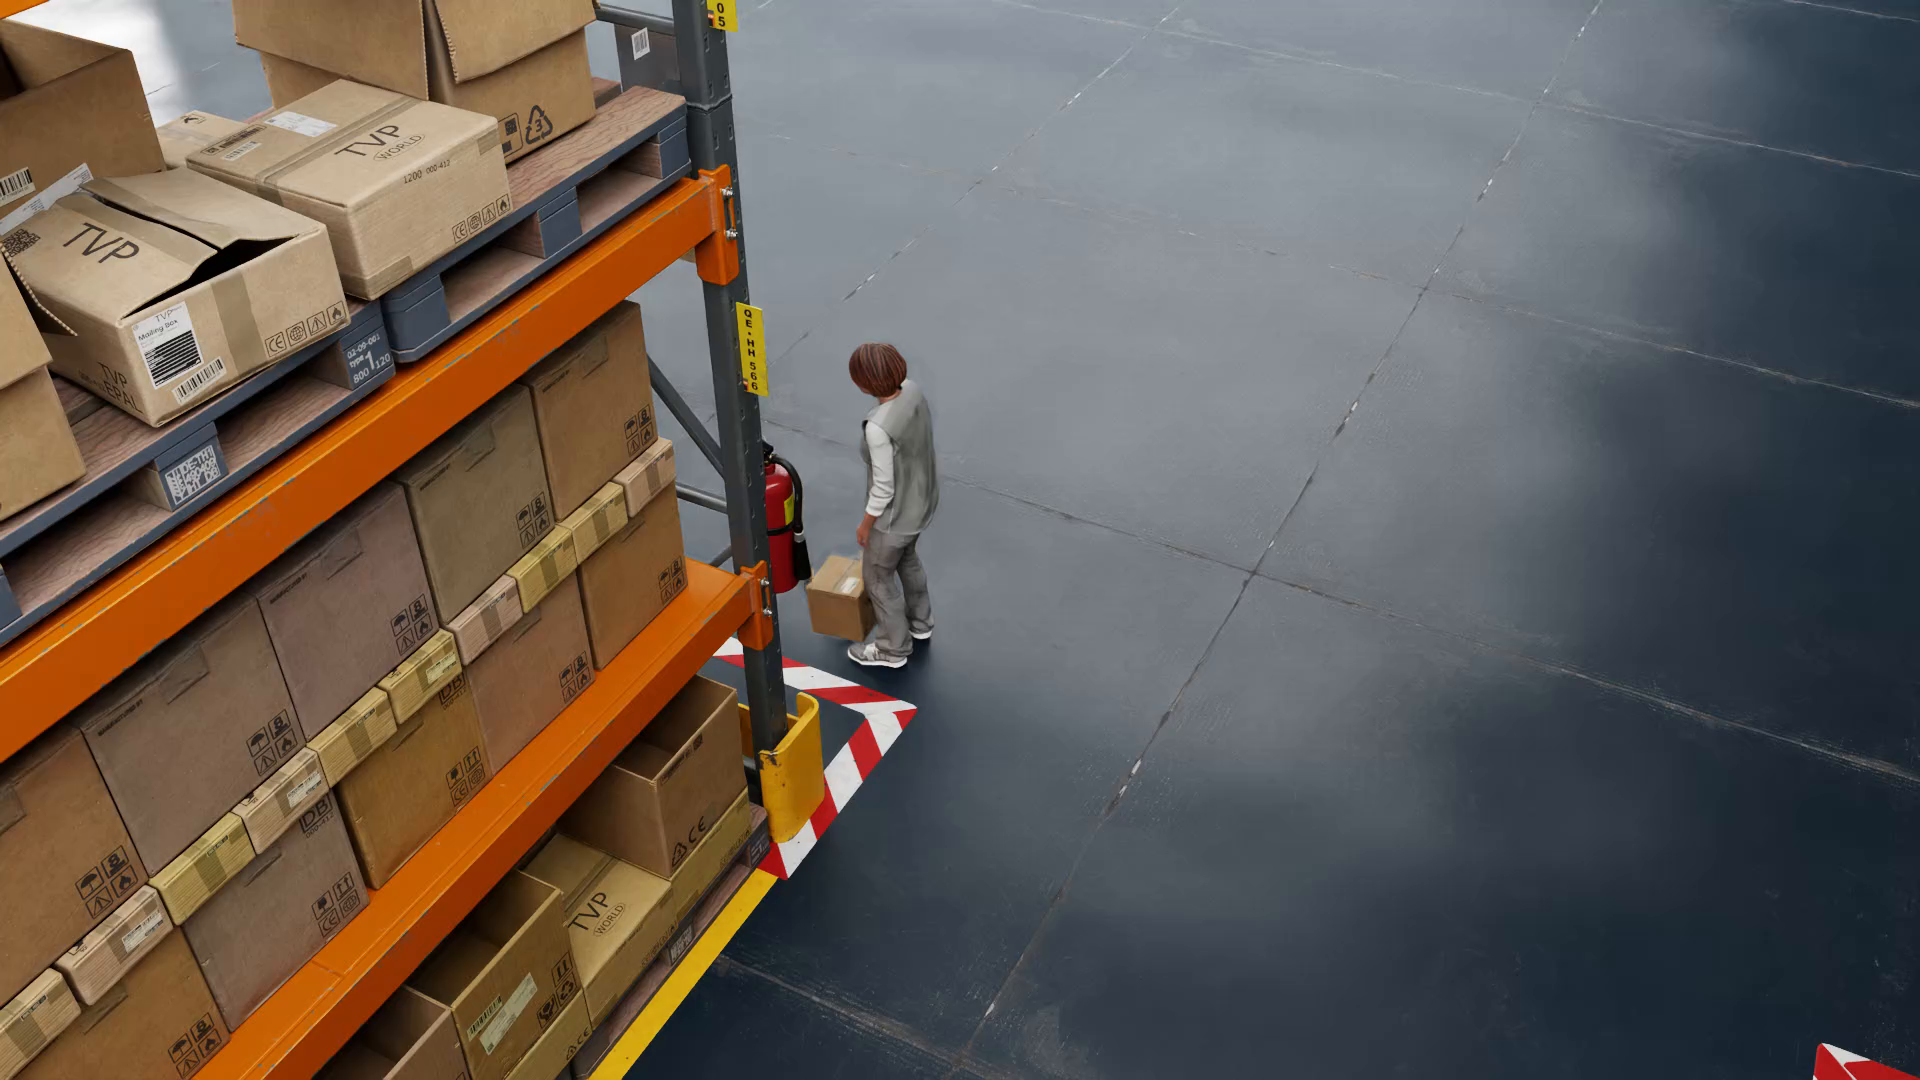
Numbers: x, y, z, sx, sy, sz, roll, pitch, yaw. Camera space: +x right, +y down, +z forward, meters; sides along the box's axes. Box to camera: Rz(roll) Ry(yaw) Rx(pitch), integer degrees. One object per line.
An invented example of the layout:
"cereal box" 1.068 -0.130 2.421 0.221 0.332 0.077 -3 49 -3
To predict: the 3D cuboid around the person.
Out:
"person" -0.285 -0.131 6.919 0.374 1.595 0.458 14 41 17
